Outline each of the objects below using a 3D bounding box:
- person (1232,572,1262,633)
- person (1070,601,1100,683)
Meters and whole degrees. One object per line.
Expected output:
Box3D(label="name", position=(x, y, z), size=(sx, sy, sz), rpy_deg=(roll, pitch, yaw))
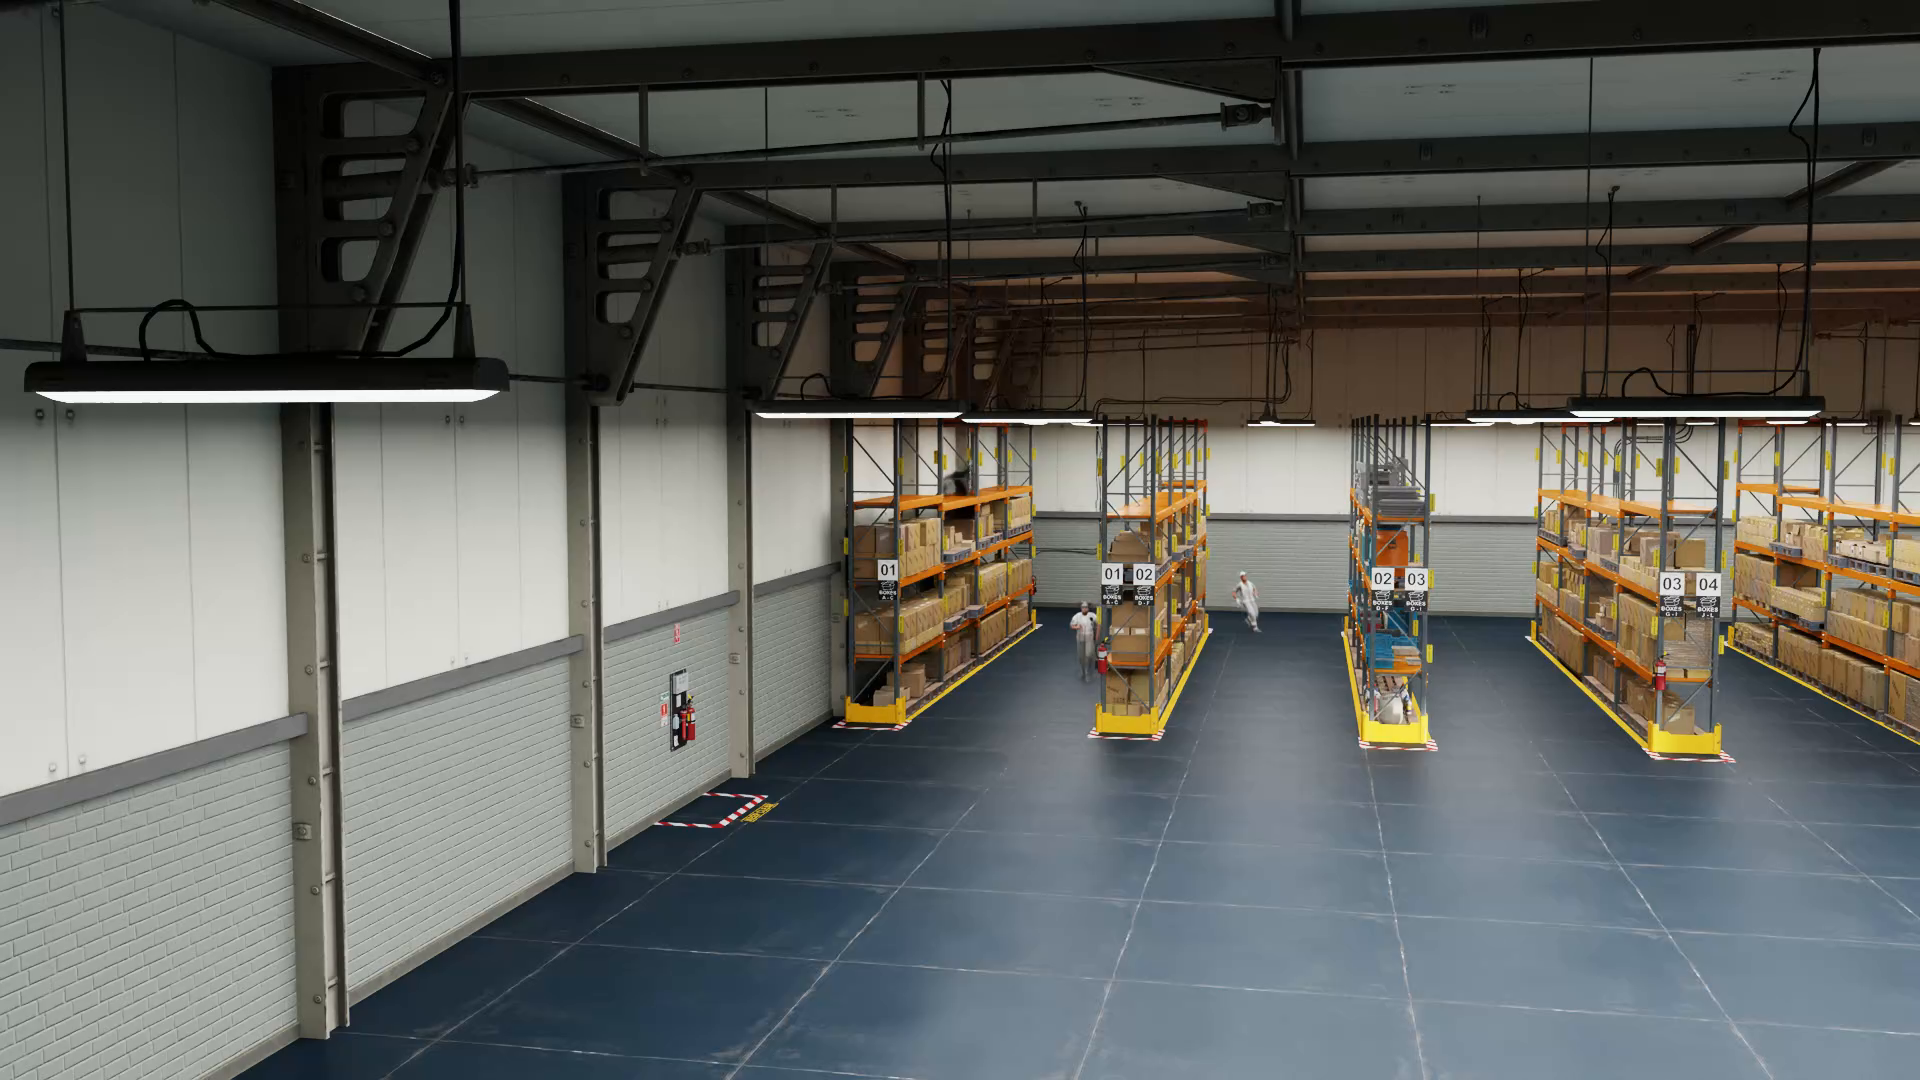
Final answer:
Box3D(label="person", position=(8.076, 1.759, 46.667), size=(0.733, 1.712, 0.785), rpy_deg=(-2, 4, -27))
Box3D(label="person", position=(2.849, 2.300, 38.001), size=(0.664, 1.844, 0.847), rpy_deg=(1, 4, 10))
